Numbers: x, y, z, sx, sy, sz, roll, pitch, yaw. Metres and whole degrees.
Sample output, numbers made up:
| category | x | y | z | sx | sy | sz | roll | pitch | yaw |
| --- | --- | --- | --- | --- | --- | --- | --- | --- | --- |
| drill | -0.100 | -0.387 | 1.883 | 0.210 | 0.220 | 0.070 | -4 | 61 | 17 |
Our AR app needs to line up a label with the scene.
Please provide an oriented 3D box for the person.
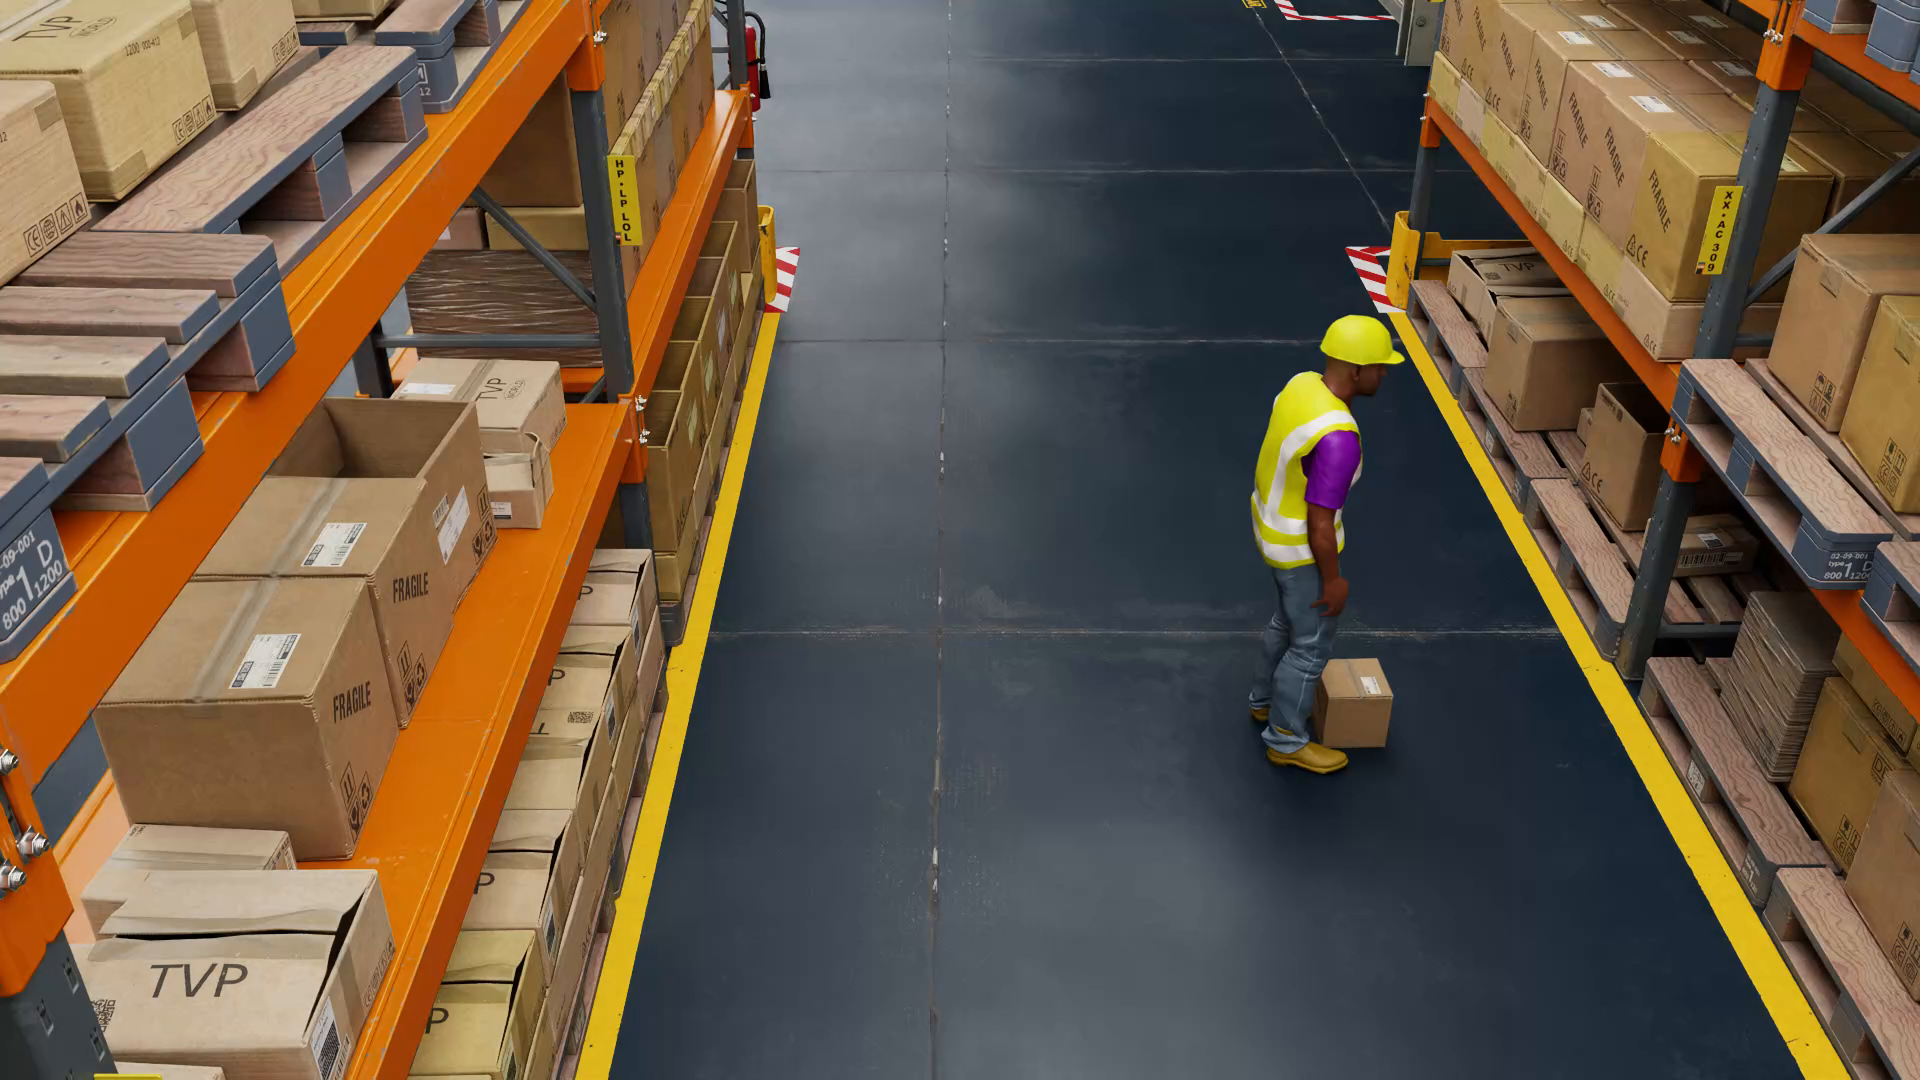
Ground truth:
| category | x | y | z | sx | sy | sz | roll | pitch | yaw |
| --- | --- | --- | --- | --- | --- | --- | --- | --- | --- |
| person | 1.304 | 0.003 | 6.112 | 0.460 | 1.761 | 0.627 | 0 | 31 | 0 |
